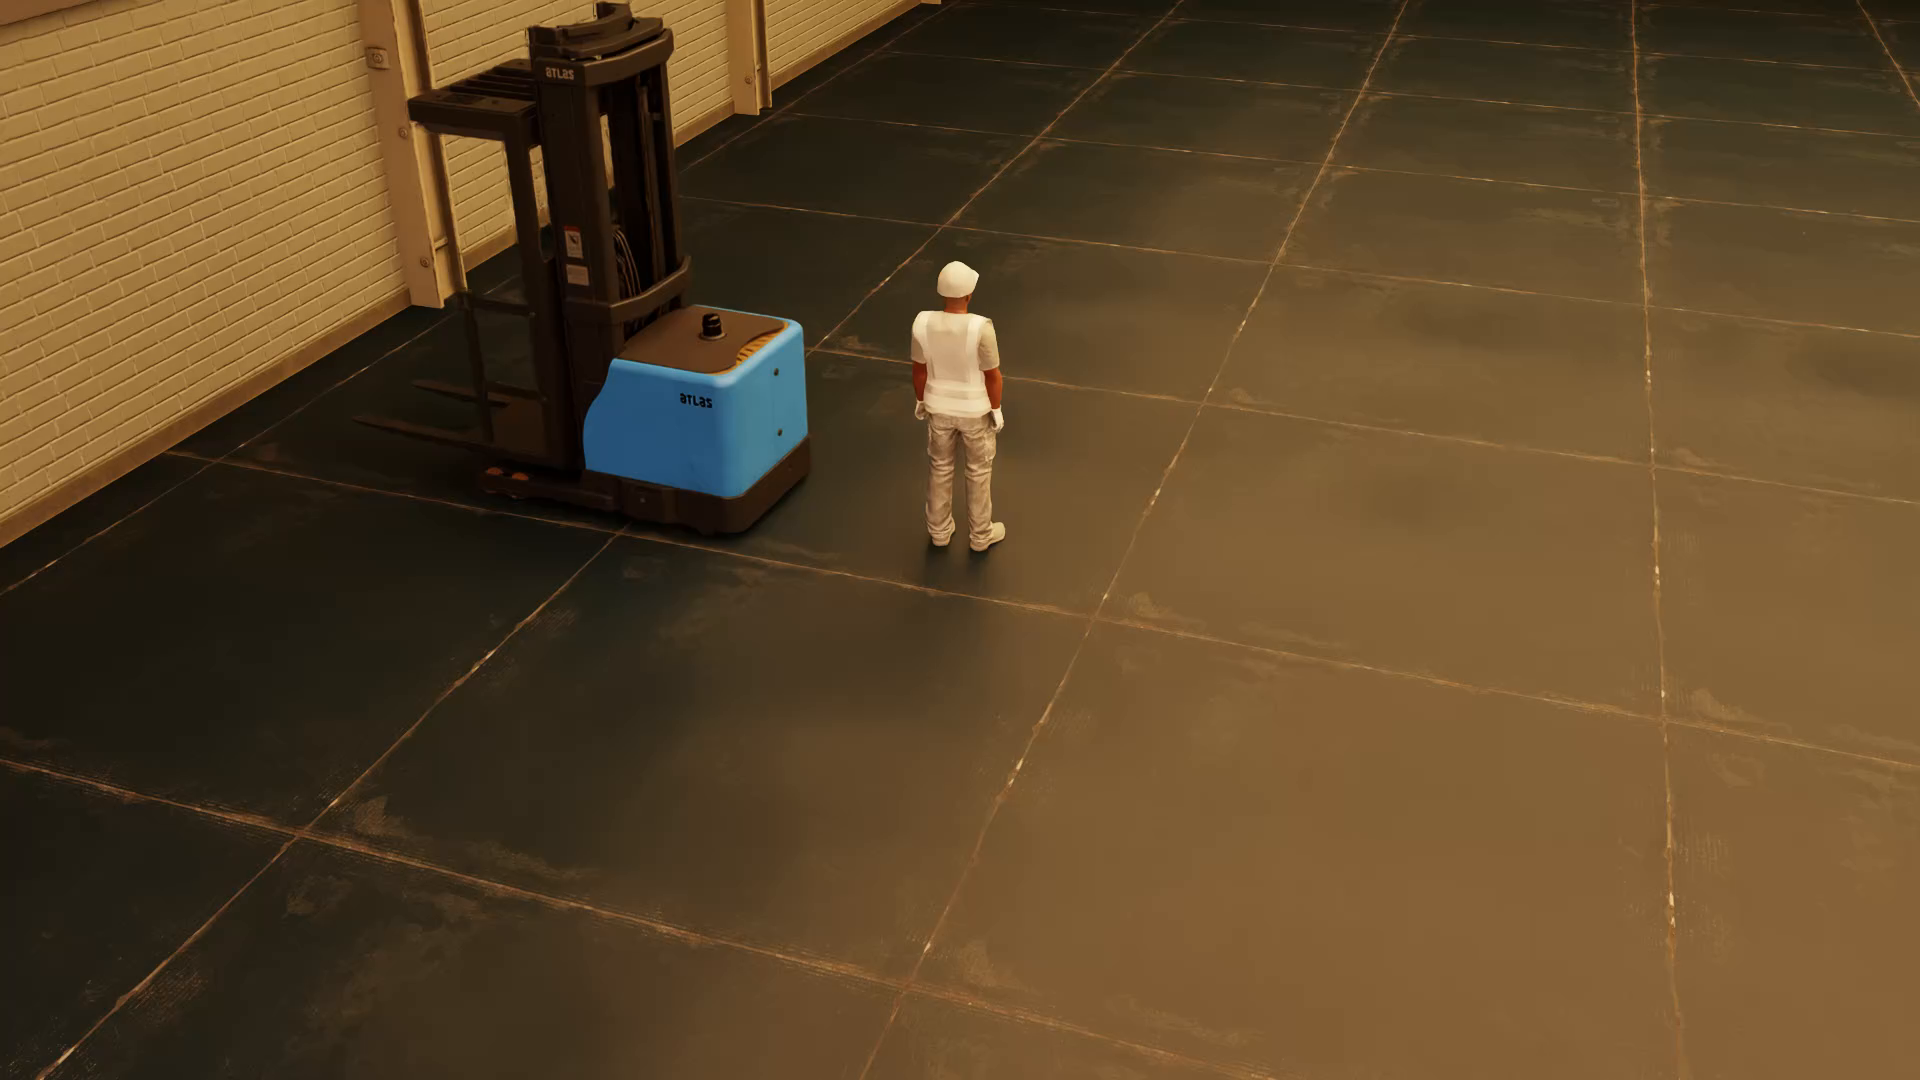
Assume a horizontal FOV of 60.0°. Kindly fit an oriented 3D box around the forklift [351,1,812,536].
[{"bbox_3d":[-2.528,-1.758,10.220,3.031,2.935,1.130,11,32,19],"label":"forklift"}]

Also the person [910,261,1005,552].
[{"bbox_3d":[-0.002,-0.776,9.657,0.543,1.789,0.387,10,31,16],"label":"person"}]
